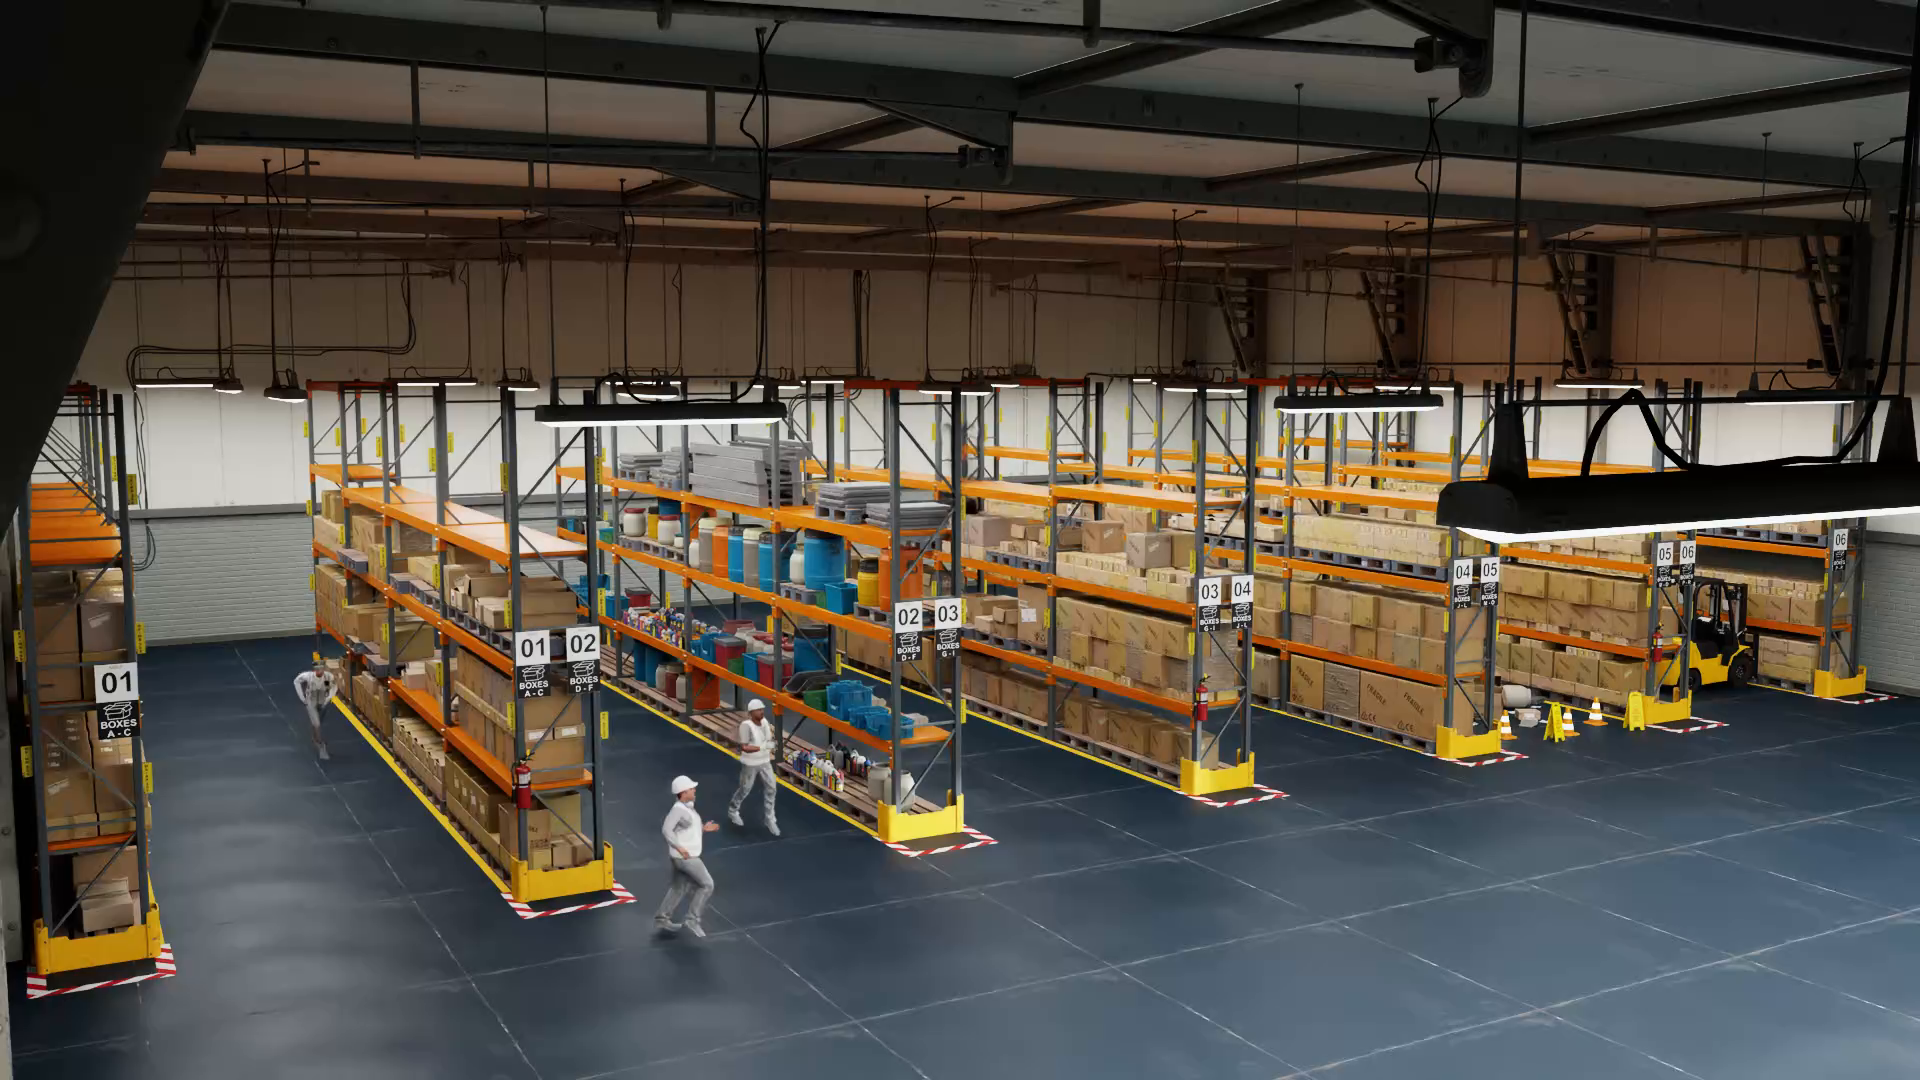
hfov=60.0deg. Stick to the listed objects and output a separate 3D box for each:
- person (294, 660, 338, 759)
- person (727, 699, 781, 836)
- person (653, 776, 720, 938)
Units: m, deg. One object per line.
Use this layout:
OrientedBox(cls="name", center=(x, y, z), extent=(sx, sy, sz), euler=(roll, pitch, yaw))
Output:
OrientedBox(cls="person", center=(-10.448, 2.697, 26.984), extent=(0.655, 1.628, 0.980), euler=(-3, 7, -28))
OrientedBox(cls="person", center=(-2.782, 3.044, 22.468), extent=(0.893, 1.831, 0.665), euler=(5, 8, 38))
OrientedBox(cls="person", center=(-3.029, 3.508, 18.410), extent=(0.756, 1.818, 0.636), euler=(-1, 6, -12))
